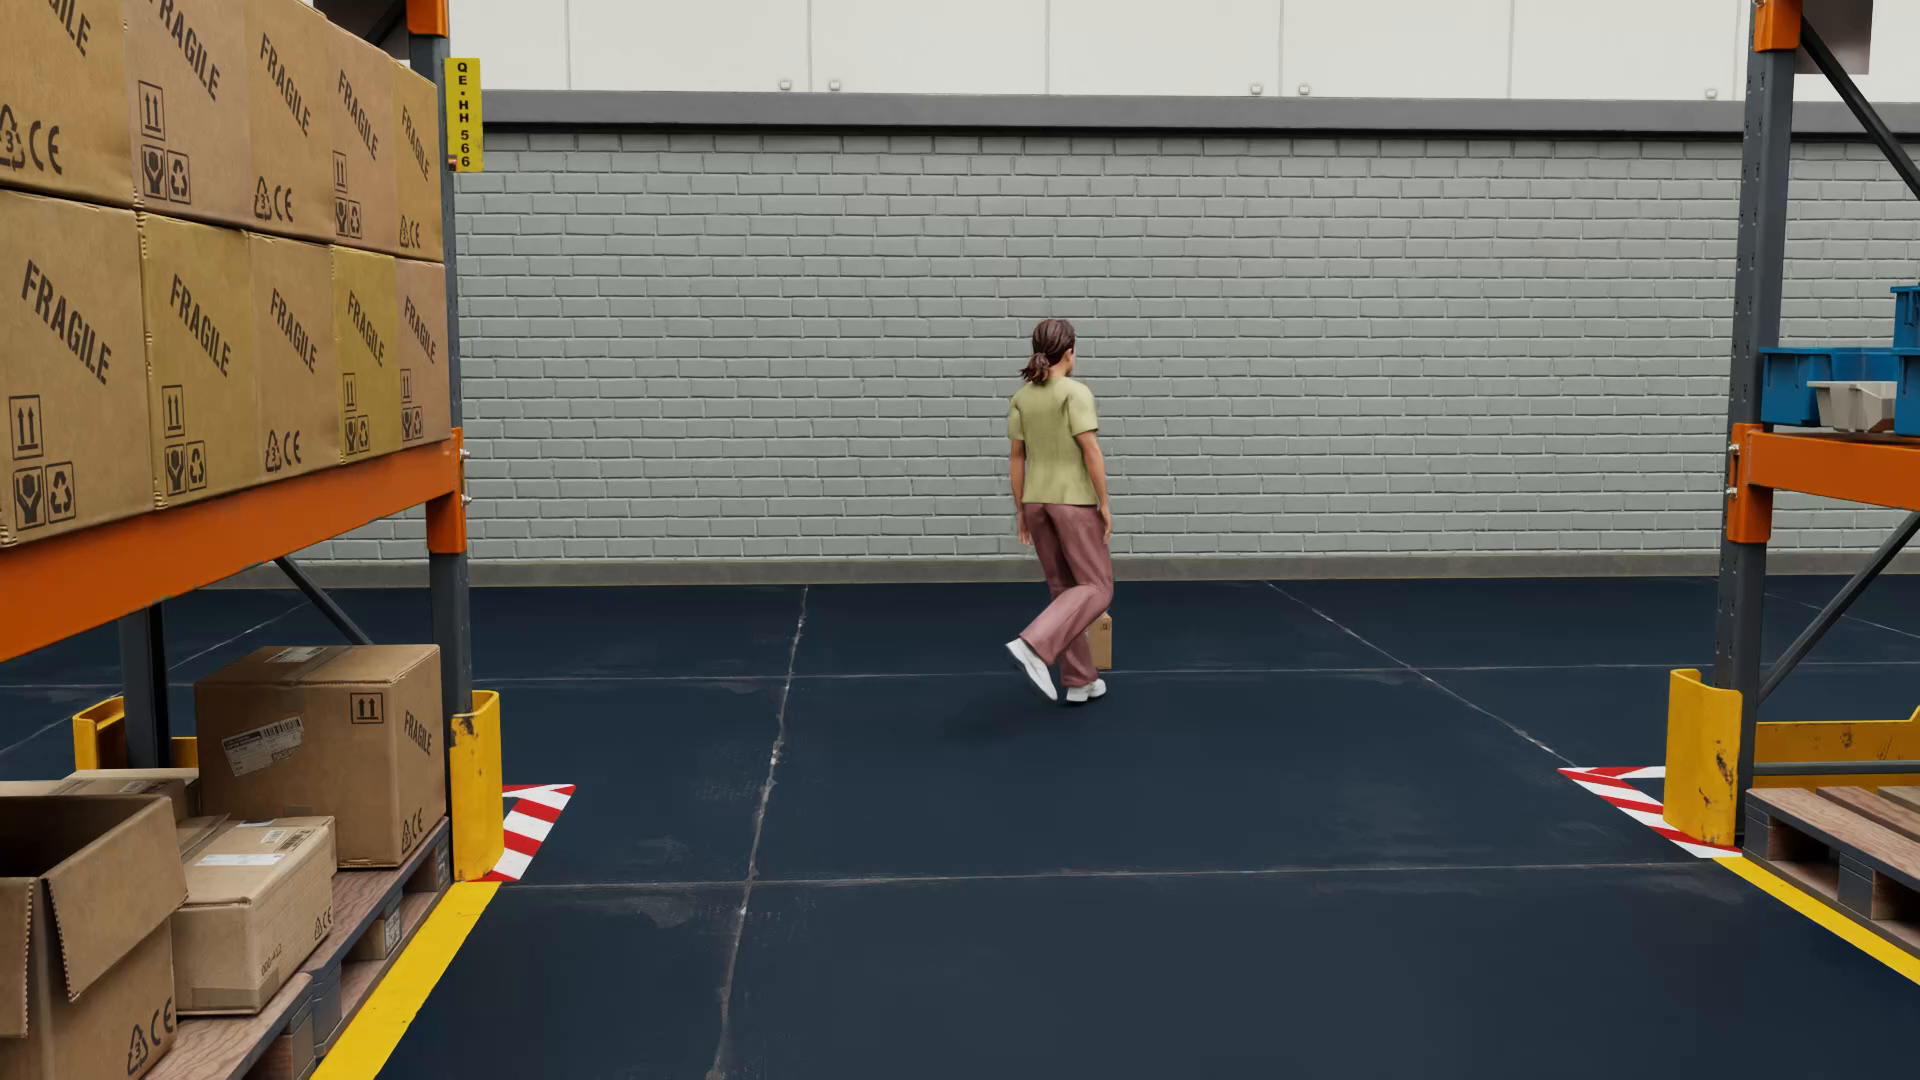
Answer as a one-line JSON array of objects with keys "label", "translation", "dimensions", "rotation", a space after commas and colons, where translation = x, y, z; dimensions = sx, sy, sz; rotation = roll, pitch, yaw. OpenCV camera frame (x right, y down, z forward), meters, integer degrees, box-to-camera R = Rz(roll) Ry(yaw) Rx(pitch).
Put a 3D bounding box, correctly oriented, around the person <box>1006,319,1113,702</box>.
[{"label": "person", "translation": [0.397, -0.112, 7.126], "dimensions": [0.513, 1.660, 0.713], "rotation": [6, 9, 41]}]
